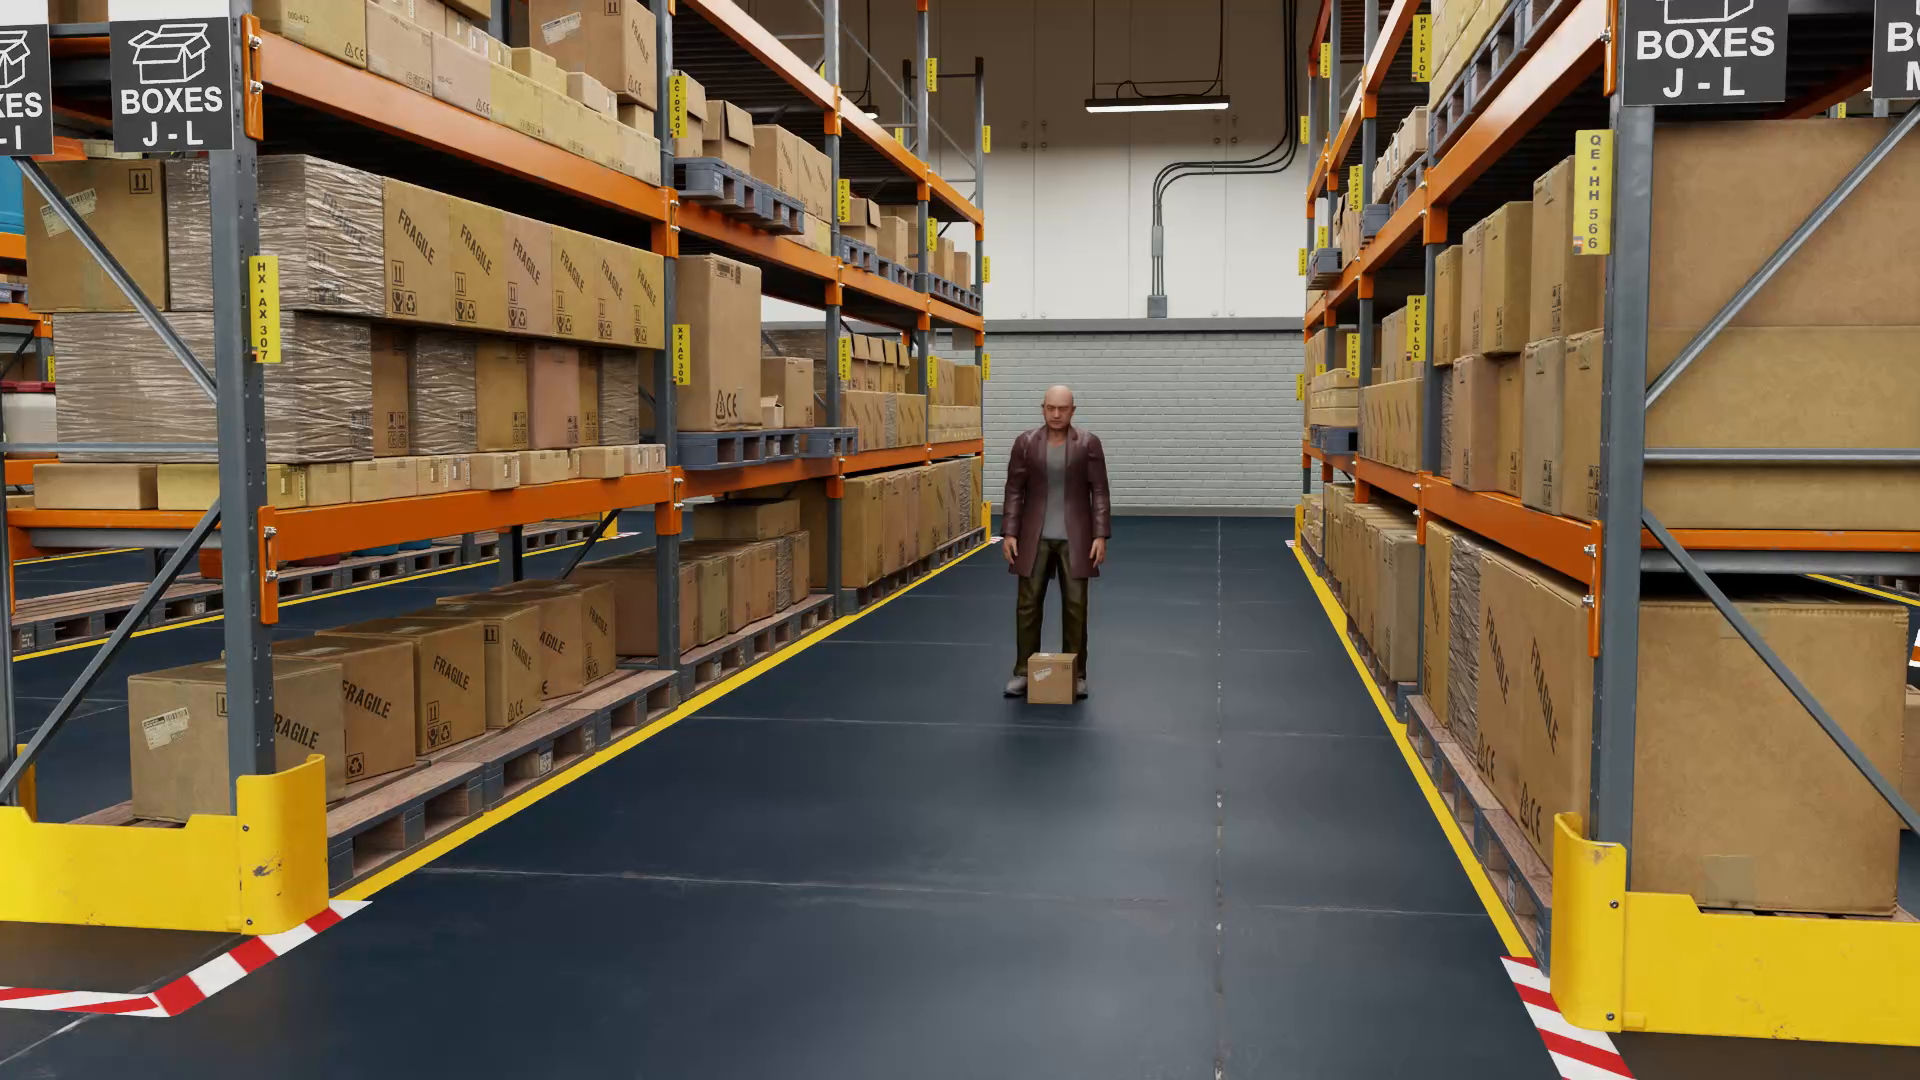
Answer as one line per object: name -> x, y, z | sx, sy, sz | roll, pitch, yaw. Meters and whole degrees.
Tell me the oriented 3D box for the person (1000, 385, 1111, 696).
person -> 0.549, 0.001, 9.564 | 0.642, 1.774, 0.423 | 1, 4, 9
